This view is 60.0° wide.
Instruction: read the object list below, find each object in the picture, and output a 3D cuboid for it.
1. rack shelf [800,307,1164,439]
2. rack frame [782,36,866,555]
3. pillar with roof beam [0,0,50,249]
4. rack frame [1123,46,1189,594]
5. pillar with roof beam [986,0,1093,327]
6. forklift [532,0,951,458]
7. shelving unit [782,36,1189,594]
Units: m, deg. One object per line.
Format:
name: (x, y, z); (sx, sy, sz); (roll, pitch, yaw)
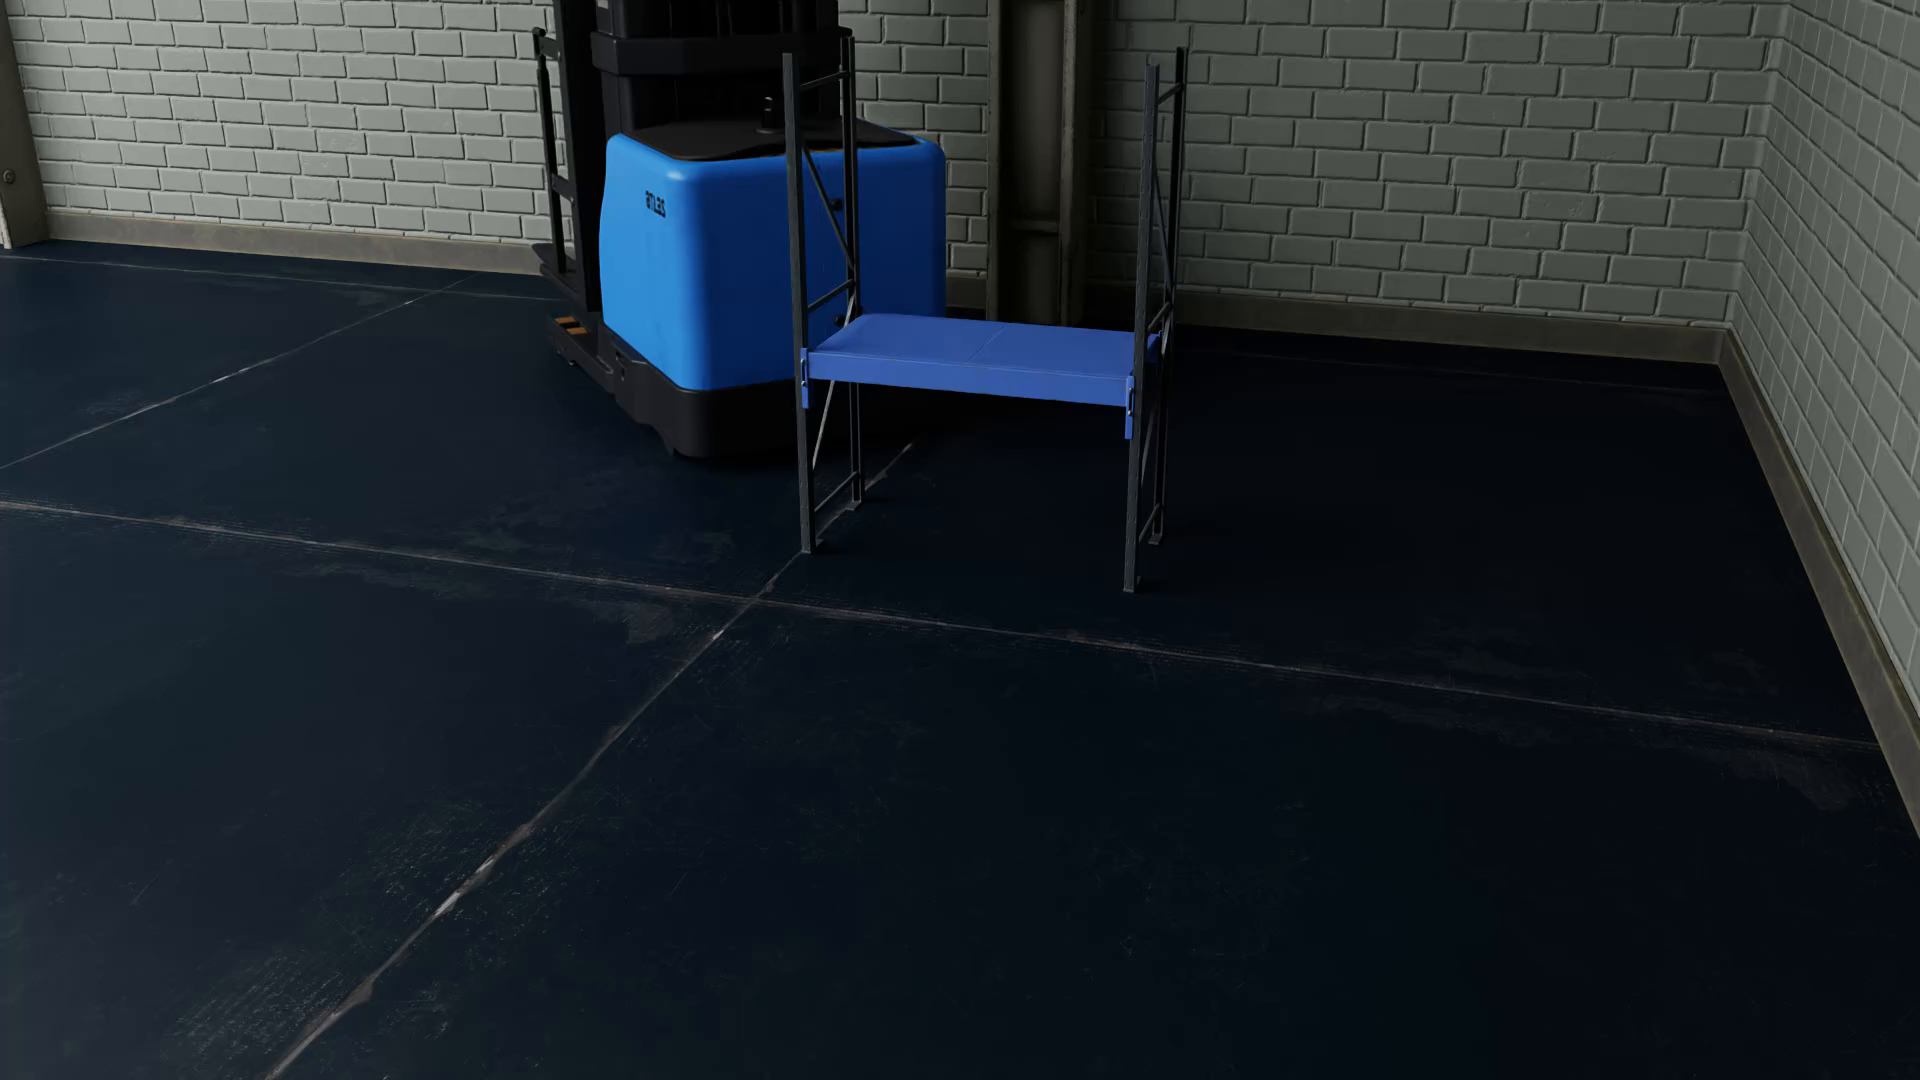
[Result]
rack shelf: (0.082, -0.518, 5.031); (1.000, 0.185, 0.538); (7, 23, 16)
rack frame: (-0.405, -0.740, 5.098); (0.032, 1.500, 0.500); (7, 23, 16)
pillar with roof beam: (-6.634, -4.288, 3.866); (0.400, 9.000, 9.100); (7, 23, 16)
rack frame: (0.568, -0.629, 4.827); (0.032, 1.500, 0.500); (7, 23, 16)
pillar with roof beam: (-0.889, -3.630, 2.263); (0.400, 9.000, 9.100); (7, 23, 16)
forklift: (-1.145, -2.163, 6.680); (1.130, 2.935, 3.031); (-11, 25, -24)
shelving unit: (0.082, -0.685, 4.963); (1.048, 1.500, 0.538); (7, 23, 16)
